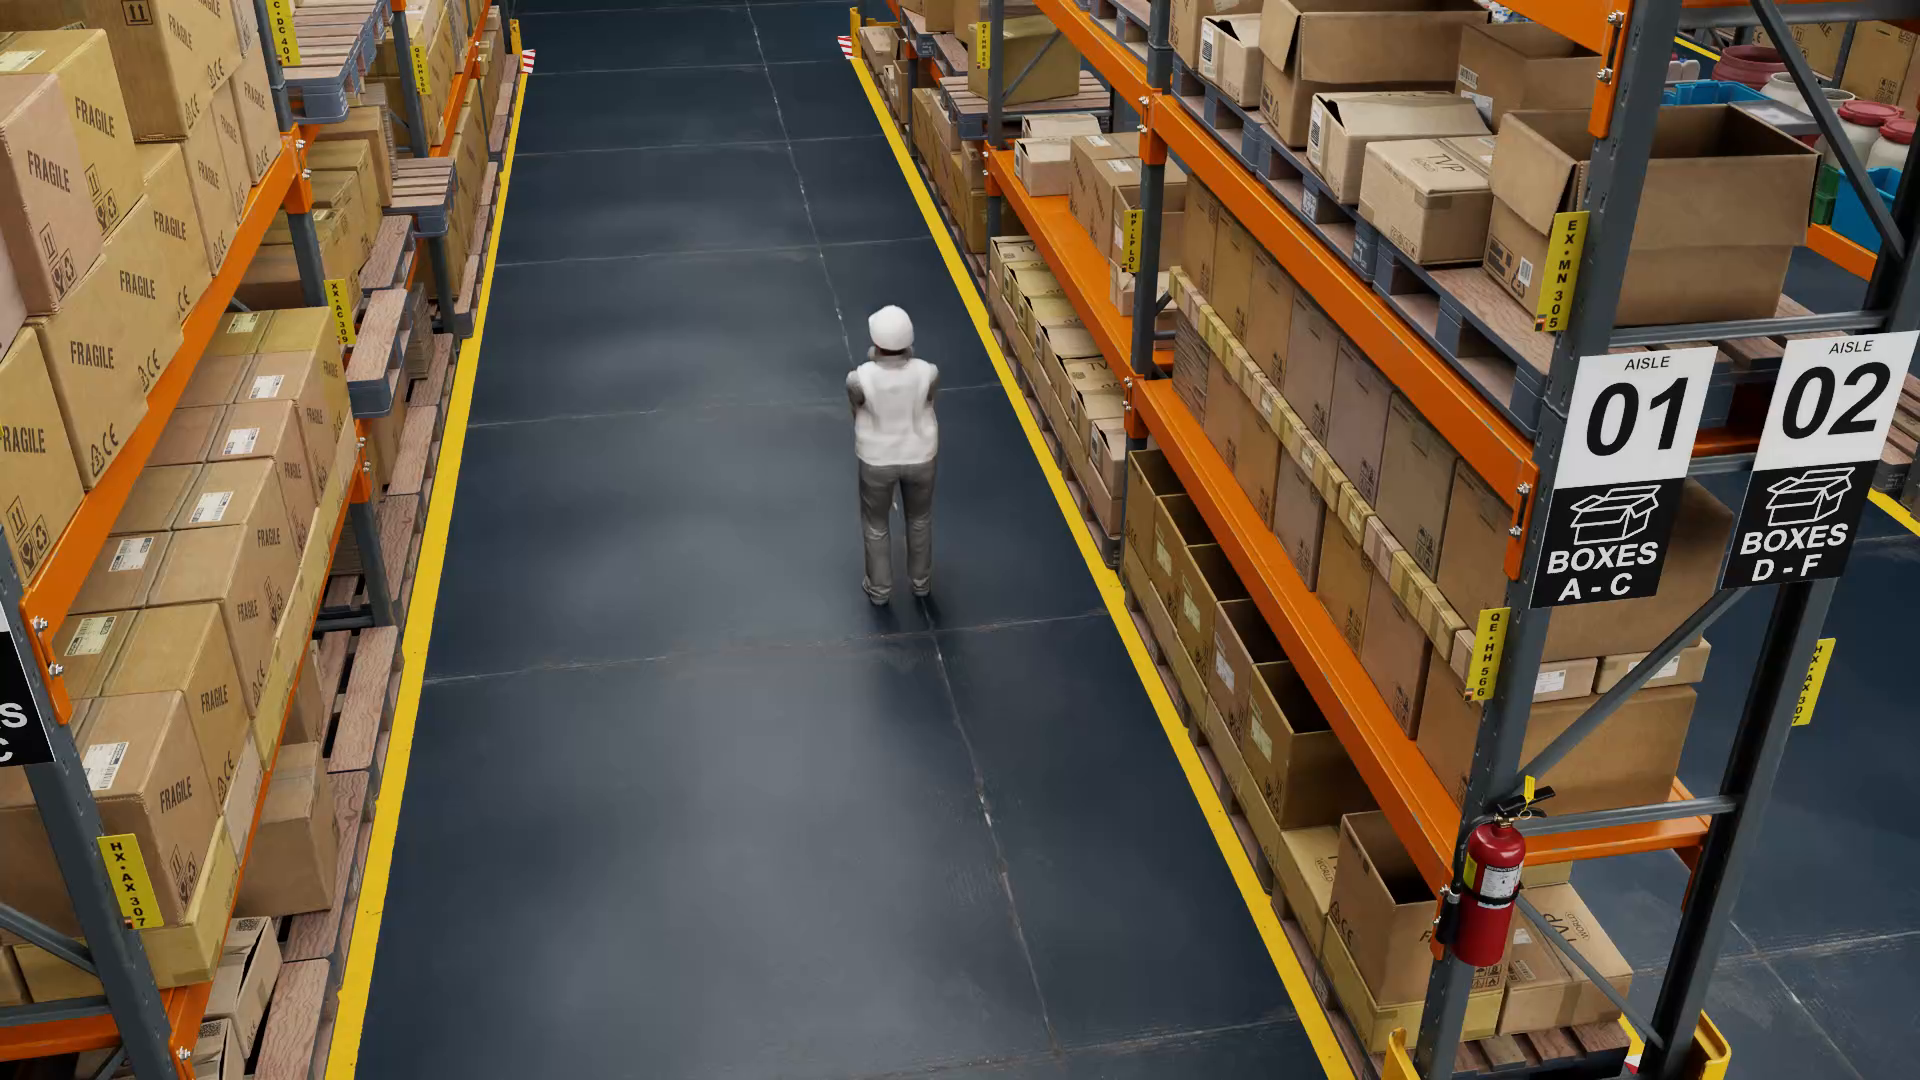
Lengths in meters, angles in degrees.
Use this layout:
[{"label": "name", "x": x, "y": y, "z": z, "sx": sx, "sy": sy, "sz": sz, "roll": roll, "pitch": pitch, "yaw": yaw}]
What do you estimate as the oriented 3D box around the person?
[{"label": "person", "x": -0.367, "y": -0.494, "z": 8.960, "sx": 0.494, "sy": 1.762, "sz": 0.555, "roll": -5, "pitch": 31, "yaw": -8}]
